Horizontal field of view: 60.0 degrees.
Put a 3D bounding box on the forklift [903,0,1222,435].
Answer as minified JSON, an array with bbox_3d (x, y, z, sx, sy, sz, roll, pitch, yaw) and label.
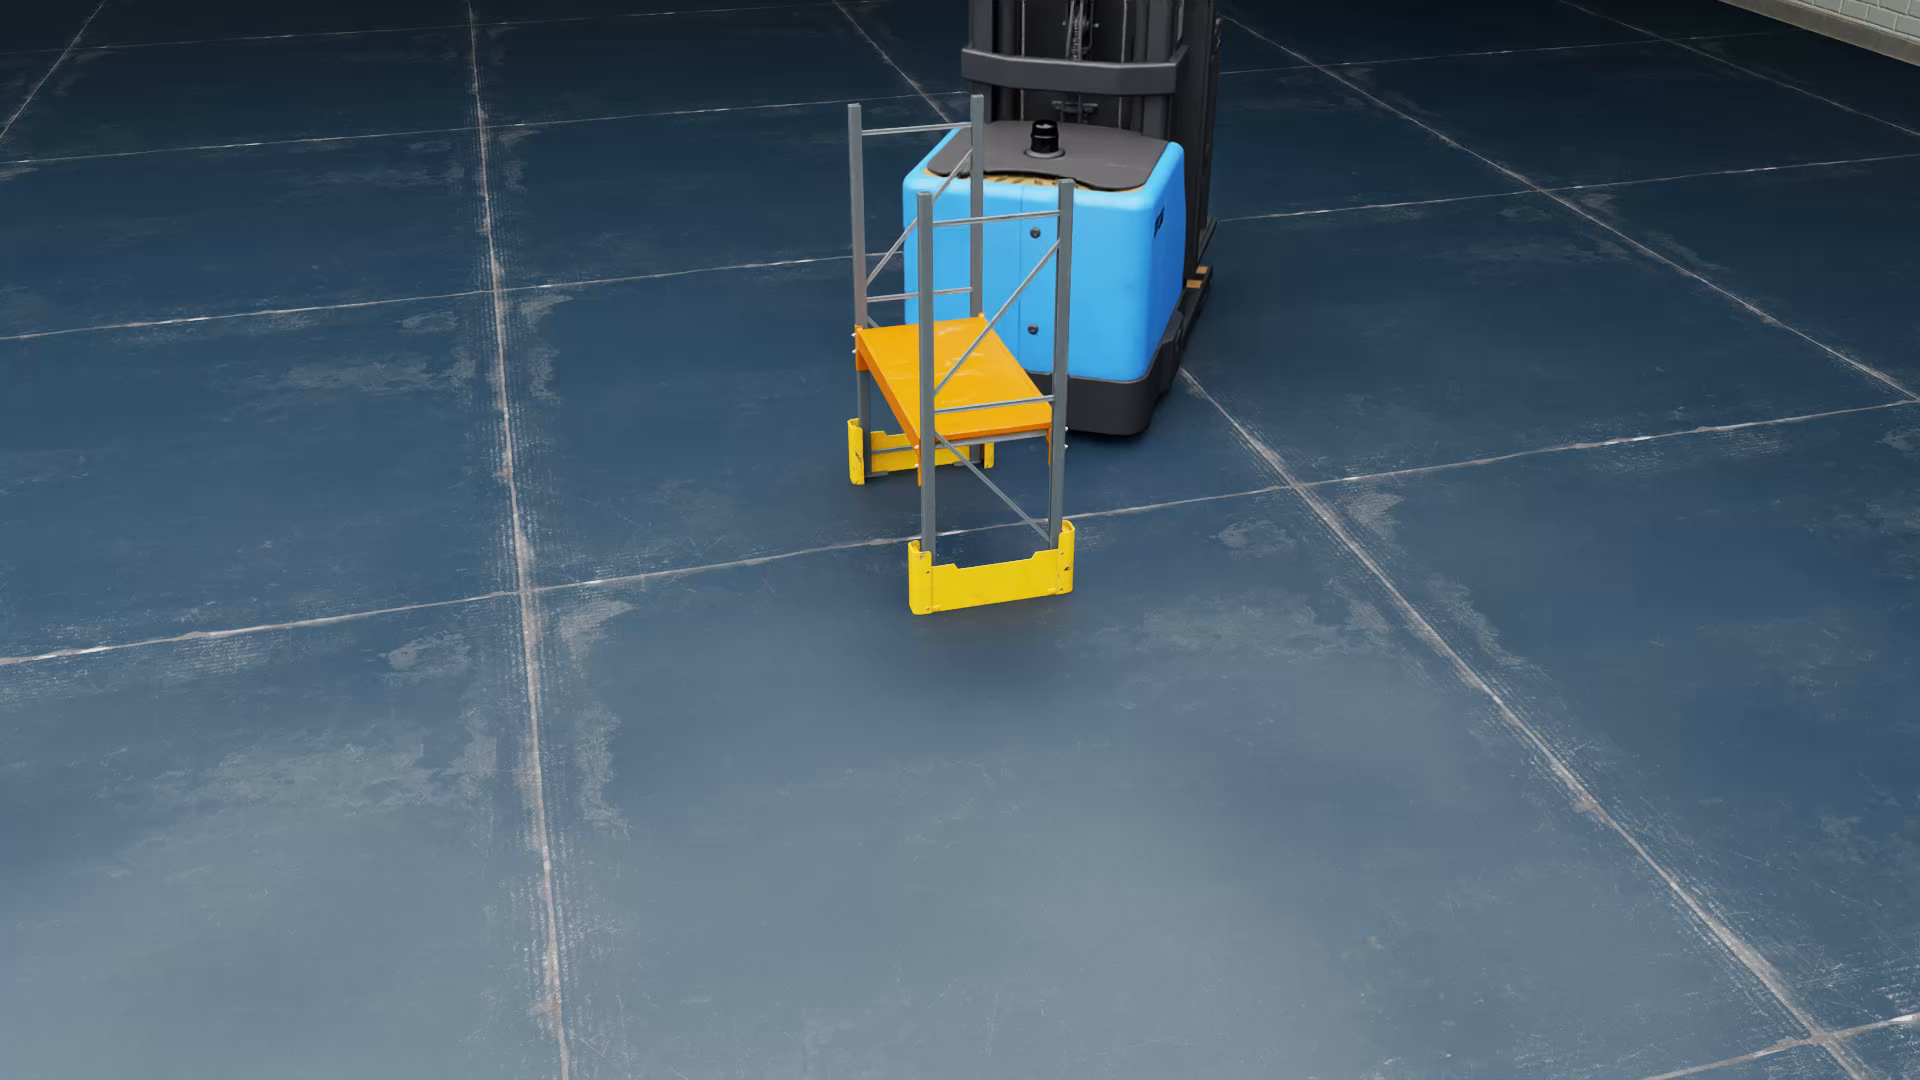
[{"bbox_3d":[0.643,-2.425,7.514,1.130,2.935,3.031,8,31,13],"label":"forklift"}]

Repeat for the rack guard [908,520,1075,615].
[{"bbox_3d":[0.112,0.096,5.835,0.587,0.250,0.087,-8,31,-13],"label":"rack guard"}]

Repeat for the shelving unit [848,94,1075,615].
[{"bbox_3d":[-0.020,-0.686,5.938,0.587,1.500,1.083,-8,31,-13],"label":"shelving unit"}]

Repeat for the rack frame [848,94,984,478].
[{"bbox_3d":[-0.158,-0.936,6.370,0.500,1.500,0.032,-8,31,-13],"label":"rack frame"}]

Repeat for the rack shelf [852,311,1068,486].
[{"bbox_3d":[-0.023,-0.535,6.036,0.538,0.185,1.000,-8,31,-13],"label":"rack shelf"}]

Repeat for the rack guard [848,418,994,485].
[{"bbox_3d":[-0.152,-0.386,6.667,0.587,0.250,0.087,-8,31,-13],"label":"rack guard"}]

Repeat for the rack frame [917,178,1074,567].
[{"bbox_3d":[0.112,-0.445,5.521,0.500,1.500,0.032,-8,31,-13],"label":"rack frame"}]
